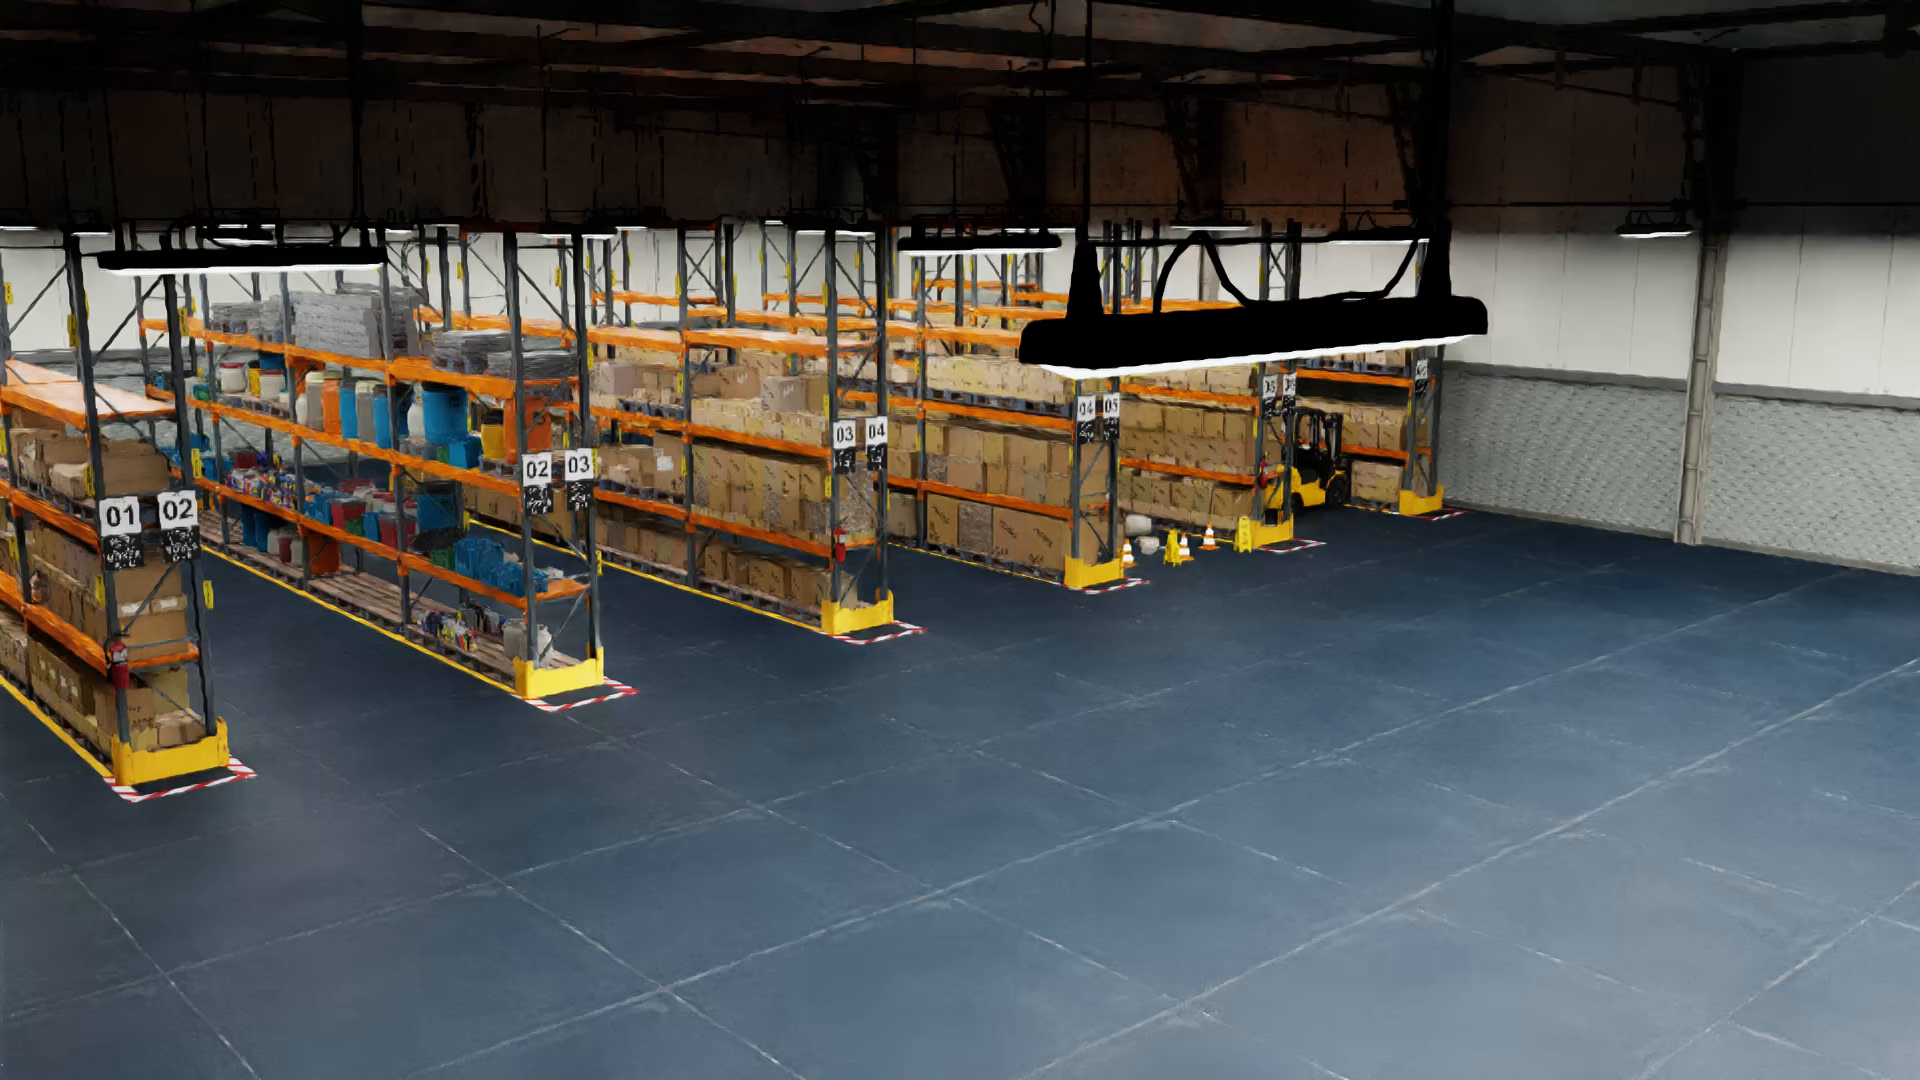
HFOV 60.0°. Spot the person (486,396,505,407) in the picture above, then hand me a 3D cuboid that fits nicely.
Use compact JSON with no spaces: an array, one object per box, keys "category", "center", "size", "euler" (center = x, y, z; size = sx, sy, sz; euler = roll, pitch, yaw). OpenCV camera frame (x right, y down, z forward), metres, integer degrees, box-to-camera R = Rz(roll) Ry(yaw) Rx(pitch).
[{"category":"person","center":[-11.810,-3.009,42.407],"size":[0.677,1.742,0.552],"euler":[-10,15,-41]}]

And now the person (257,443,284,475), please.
[{"category":"person","center":[-14.153,-1.255,34.101],"size":[0.593,1.589,0.509],"euler":[-11,16,-43]}]
